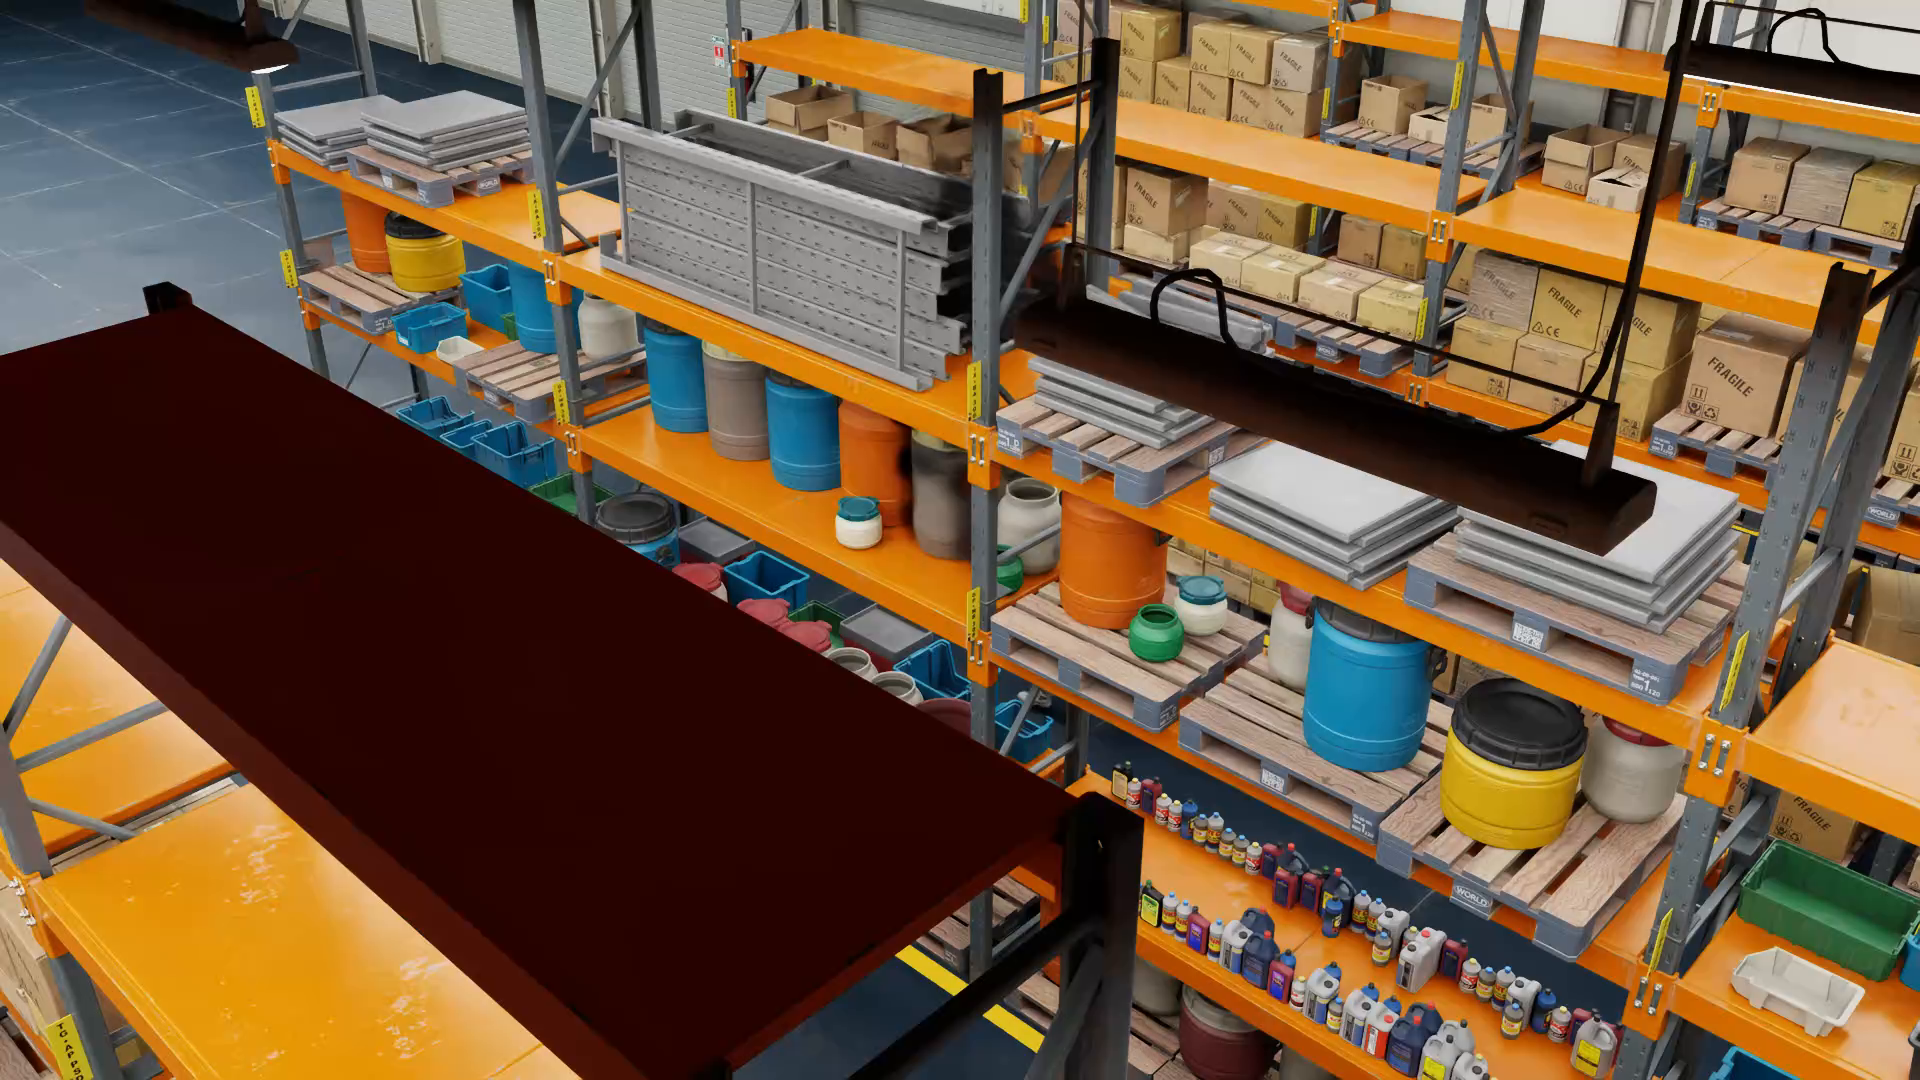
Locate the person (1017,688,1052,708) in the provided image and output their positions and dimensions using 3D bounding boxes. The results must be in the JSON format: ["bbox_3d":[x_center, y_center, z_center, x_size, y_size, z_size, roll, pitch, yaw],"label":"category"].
[{"bbox_3d":[0.858,0.649,13.305,0.849,1.765,0.683,15,33,24],"label":"person"}]
